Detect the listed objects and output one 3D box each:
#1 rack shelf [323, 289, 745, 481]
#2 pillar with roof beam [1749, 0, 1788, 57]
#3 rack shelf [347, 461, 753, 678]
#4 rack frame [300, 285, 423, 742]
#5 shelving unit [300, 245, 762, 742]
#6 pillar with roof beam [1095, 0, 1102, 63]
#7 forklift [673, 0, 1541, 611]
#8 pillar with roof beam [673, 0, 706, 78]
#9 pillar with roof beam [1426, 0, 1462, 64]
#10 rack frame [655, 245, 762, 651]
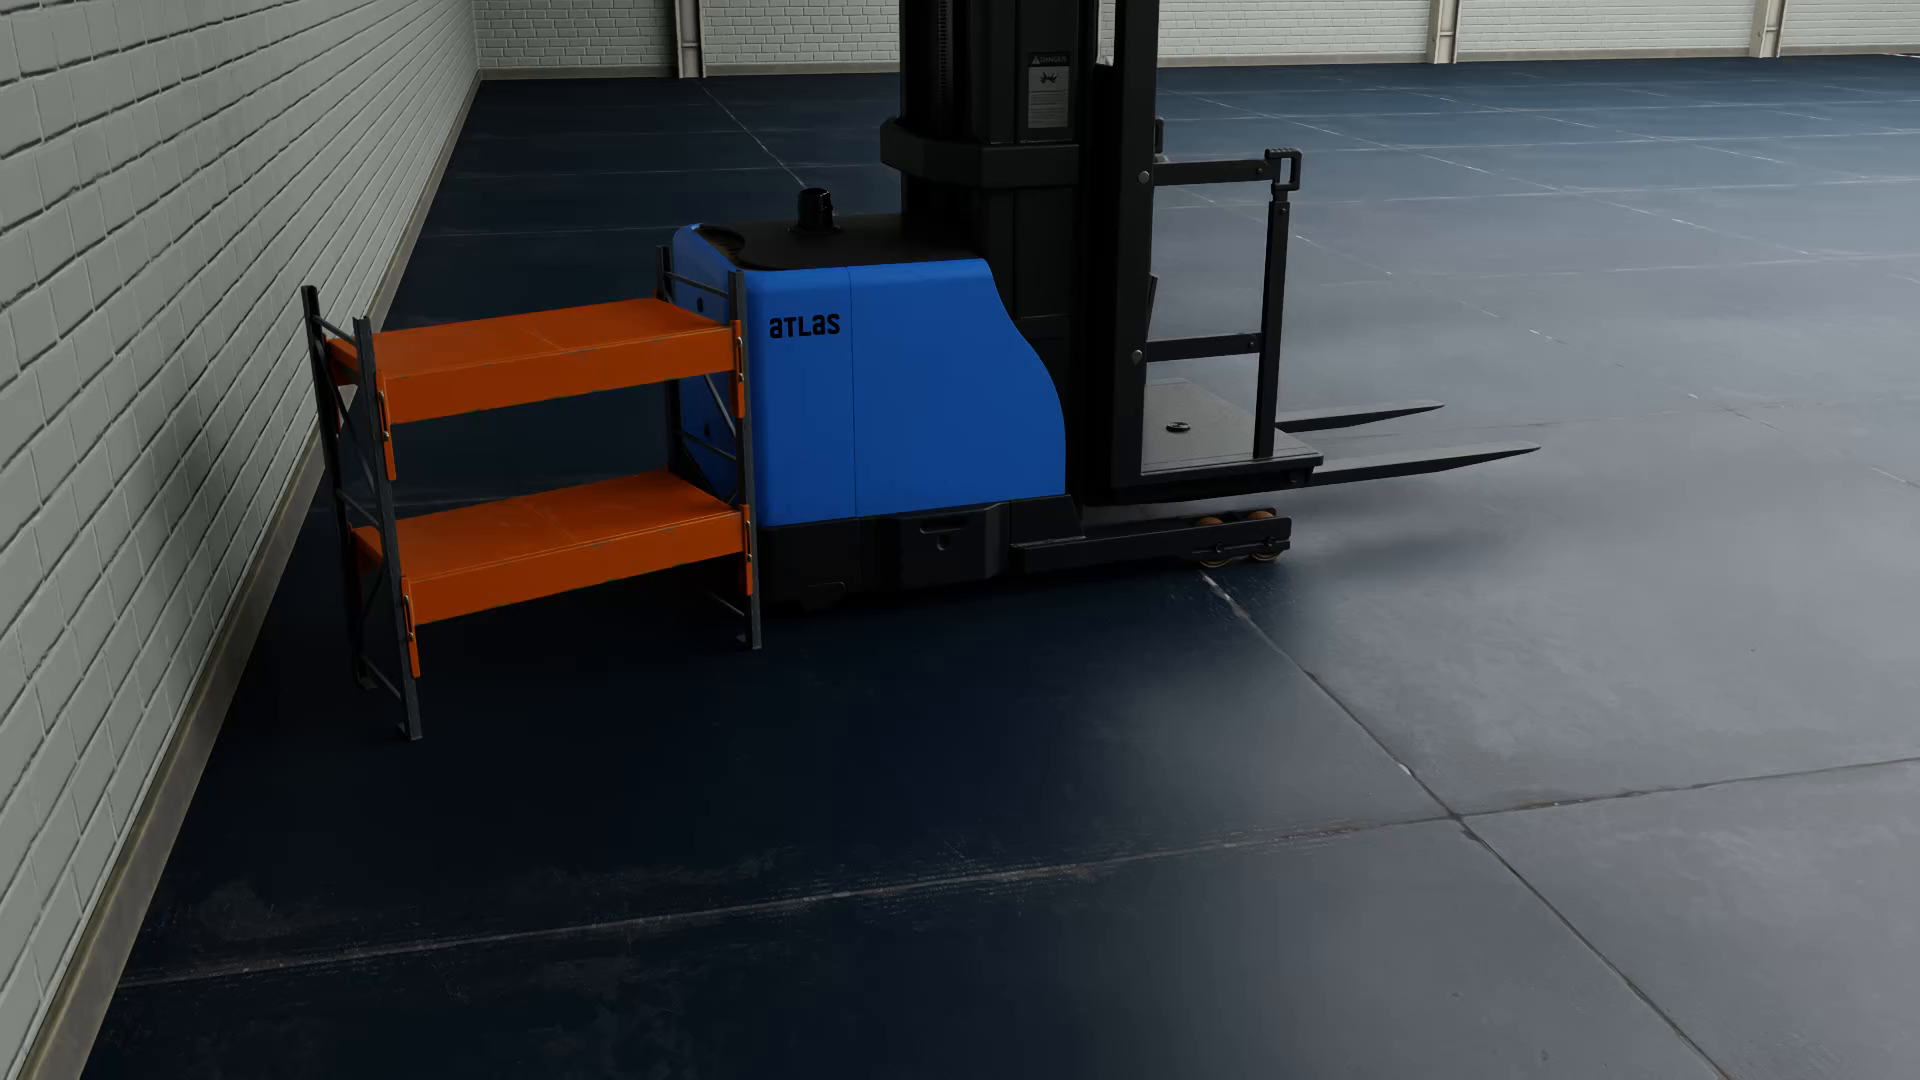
[{"bbox_3d":[-1.160,-0.447,4.549,1.000,0.278,0.538,-14,24,-33],"label":"rack shelf"},{"bbox_3d":[14.593,-10.969,22.677,0.400,9.000,9.100,-5,21,-12],"label":"pillar with roof beam"},{"bbox_3d":[-1.160,0.057,4.734,1.000,0.278,0.538,-14,24,-33],"label":"rack shelf"},{"bbox_3d":[-1.574,-0.071,4.373,0.032,1.125,0.500,-14,24,-33],"label":"rack frame"},{"bbox_3d":[-1.160,-0.172,4.650,1.048,1.125,0.538,-14,24,-33],"label":"shelving unit"},{"bbox_3d":[2.915,-10.019,20.084,0.400,9.000,9.100,-5,21,-12],"label":"pillar with roof beam"},{"bbox_3d":[0.596,-1.447,5.504,3.031,2.935,1.130,-7,21,-18],"label":"forklift"},{"bbox_3d":[-2.924,-9.545,18.788,0.400,9.000,9.100,-5,21,-12],"label":"pillar with roof beam"},{"bbox_3d":[8.754,-10.494,21.380,0.400,9.000,9.100,-5,21,-12],"label":"pillar with roof beam"},{"bbox_3d":[-0.746,-0.274,4.927,0.032,1.125,0.500,-14,24,-33],"label":"rack frame"}]
